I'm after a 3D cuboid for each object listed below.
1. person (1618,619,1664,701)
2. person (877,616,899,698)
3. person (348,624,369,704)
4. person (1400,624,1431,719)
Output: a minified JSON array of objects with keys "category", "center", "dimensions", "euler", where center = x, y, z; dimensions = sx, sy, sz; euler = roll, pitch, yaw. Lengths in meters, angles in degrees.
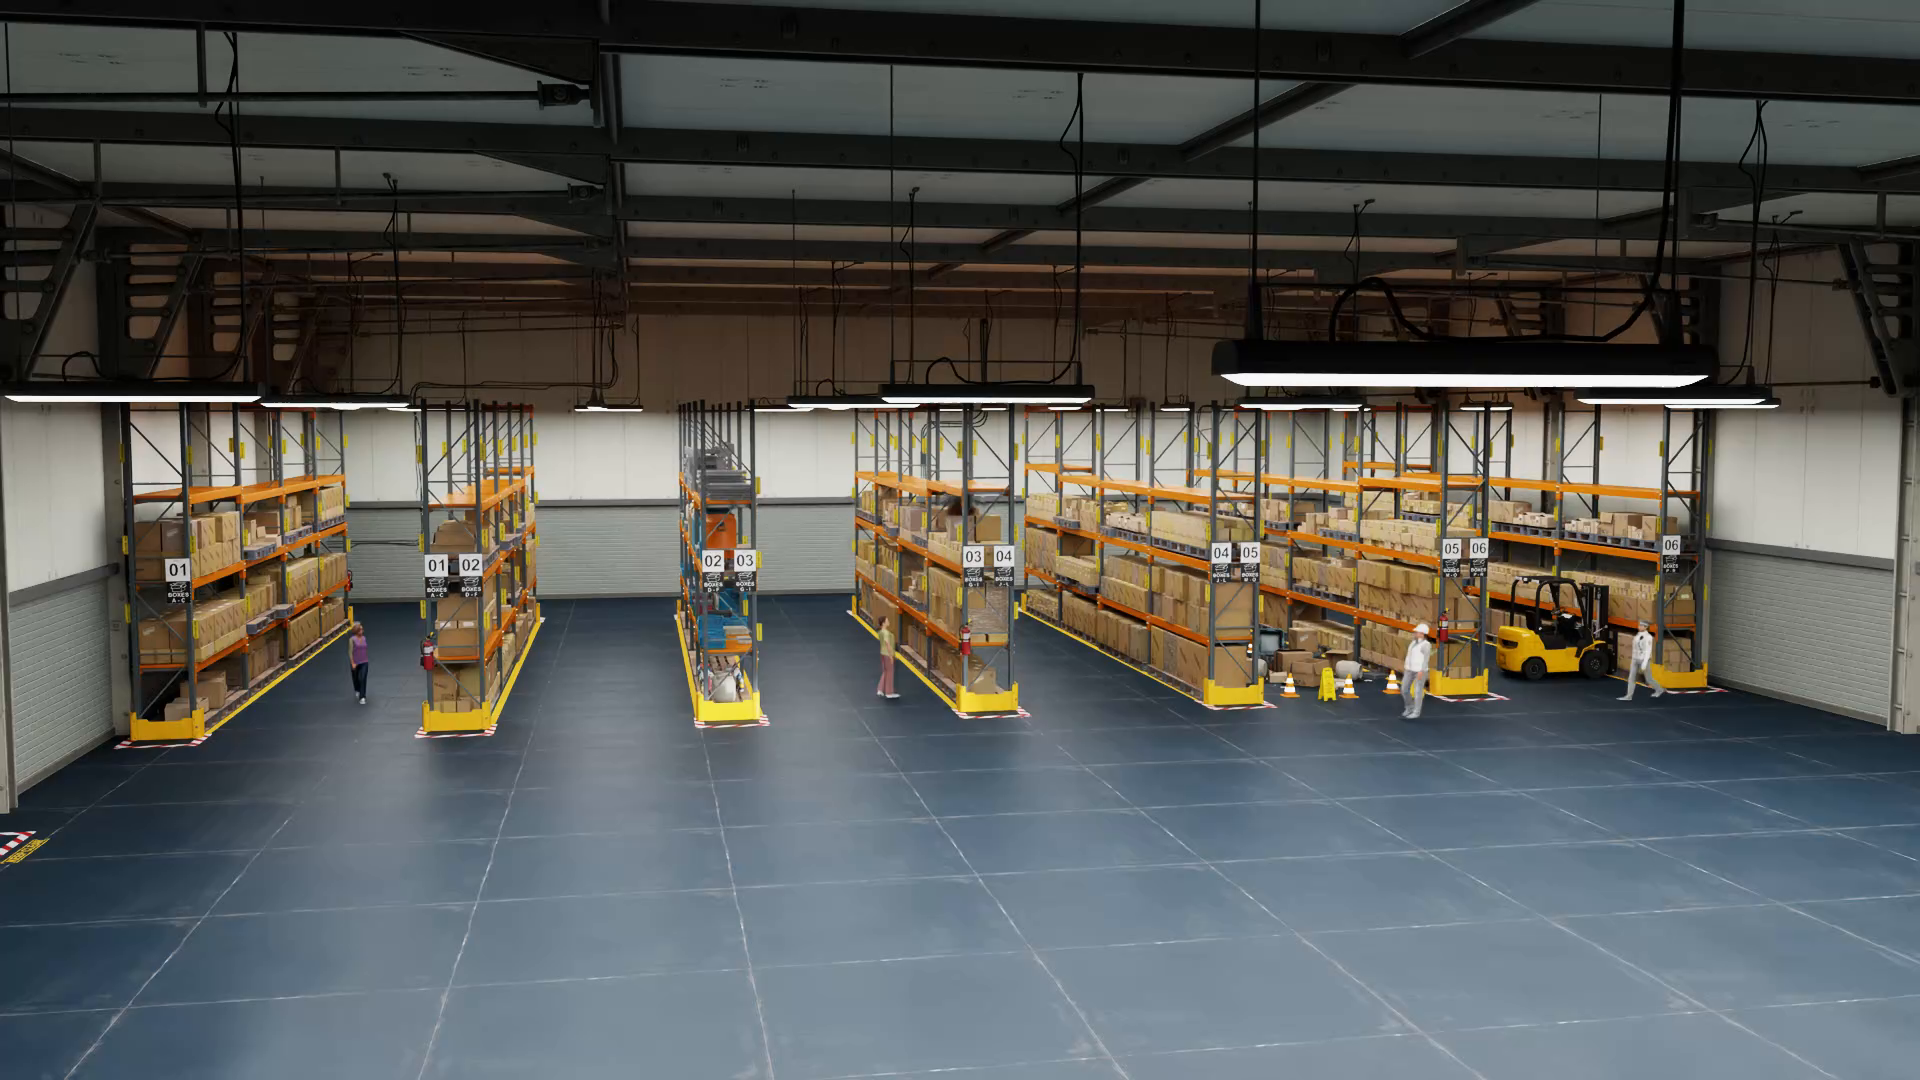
[{"category":"person","center":[13.632,2.392,33.191],"dimensions":[0.934,1.647,0.472],"euler":[-2,5,-27]},{"category":"person","center":[-1.451,2.354,33.590],"dimensions":[0.452,1.670,0.482],"euler":[-2,5,-28]},{"category":"person","center":[-11.947,2.444,33.064],"dimensions":[0.391,1.555,0.823],"euler":[-1,5,-18]},{"category":"person","center":[8.616,2.494,31.442],"dimensions":[0.519,1.804,0.569],"euler":[-4,6,-41]}]
